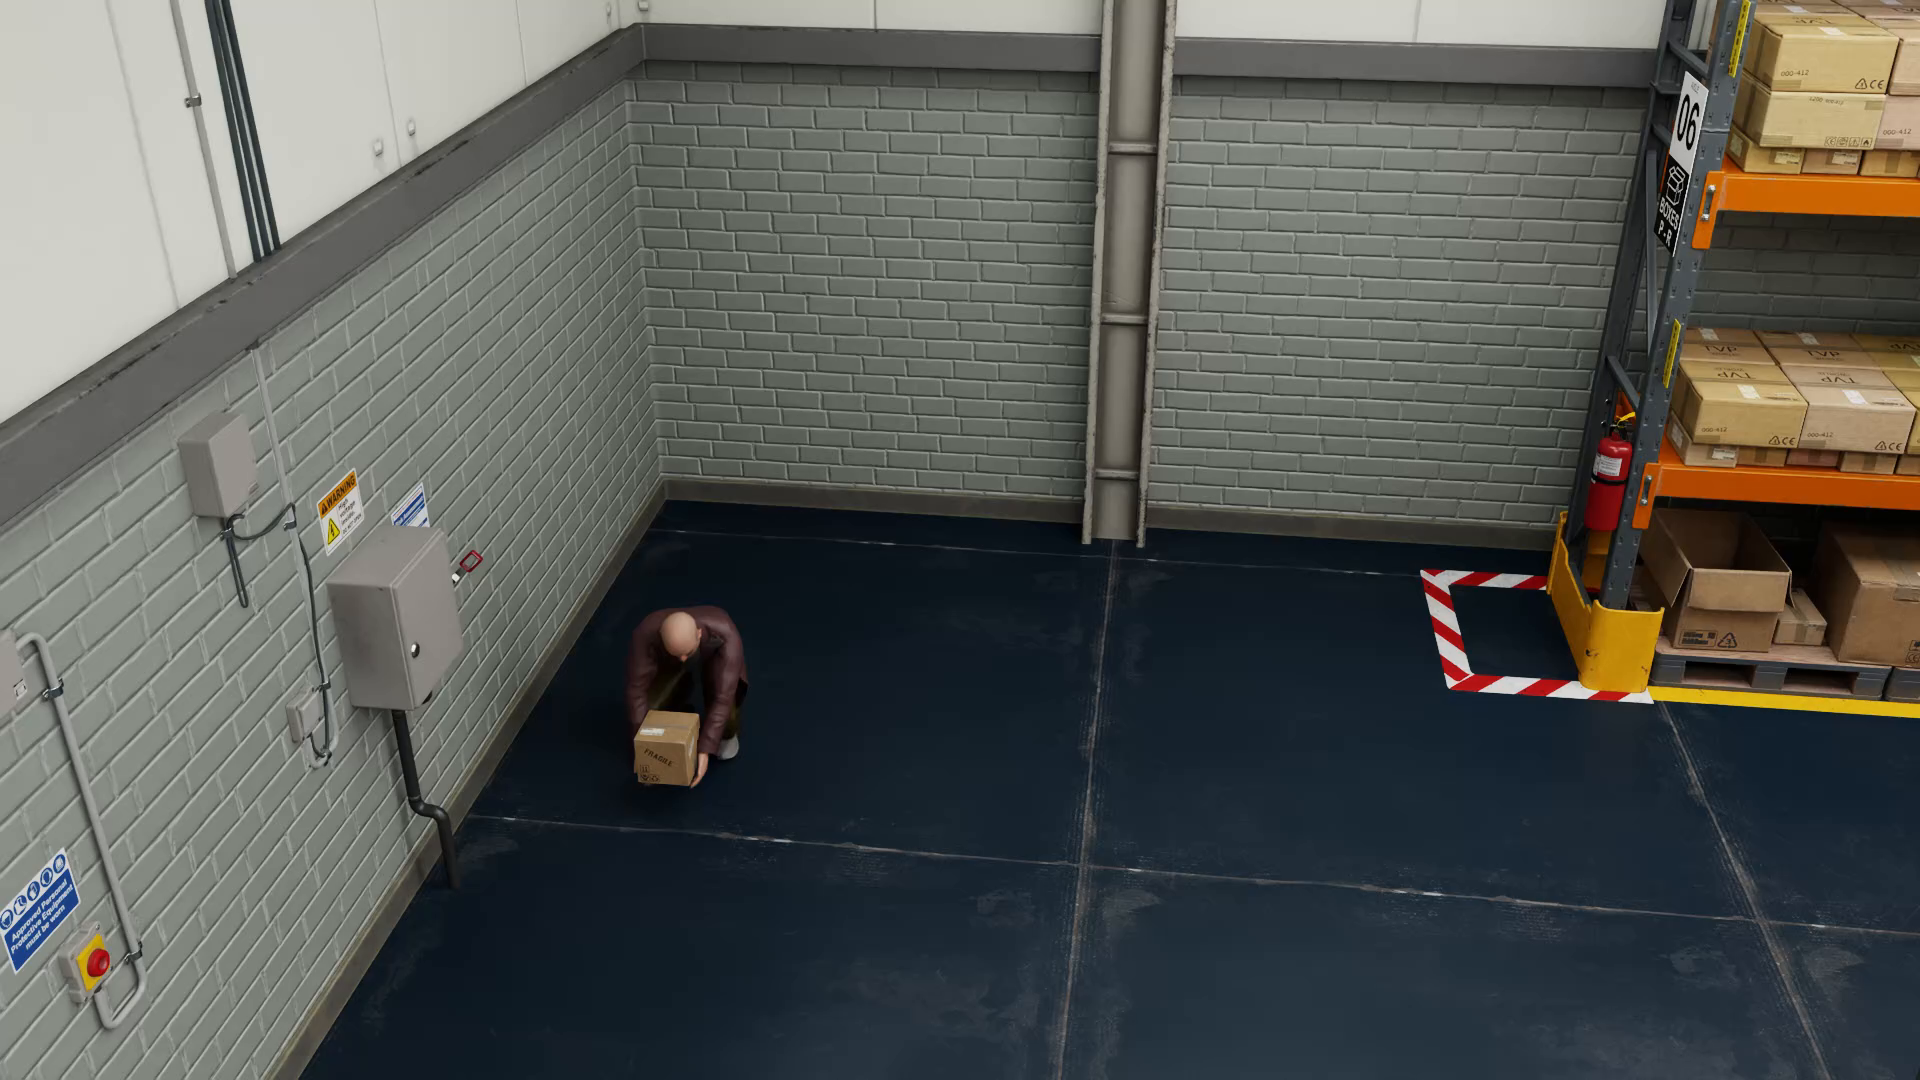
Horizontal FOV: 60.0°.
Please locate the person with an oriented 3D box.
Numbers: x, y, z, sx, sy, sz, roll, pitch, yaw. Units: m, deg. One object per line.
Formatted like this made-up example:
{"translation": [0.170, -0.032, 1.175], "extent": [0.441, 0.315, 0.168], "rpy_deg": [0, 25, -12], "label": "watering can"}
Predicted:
{"translation": [-1.344, 0.683, 8.208], "extent": [0.602, 0.982, 0.917], "rpy_deg": [3, 28, 6], "label": "person"}
